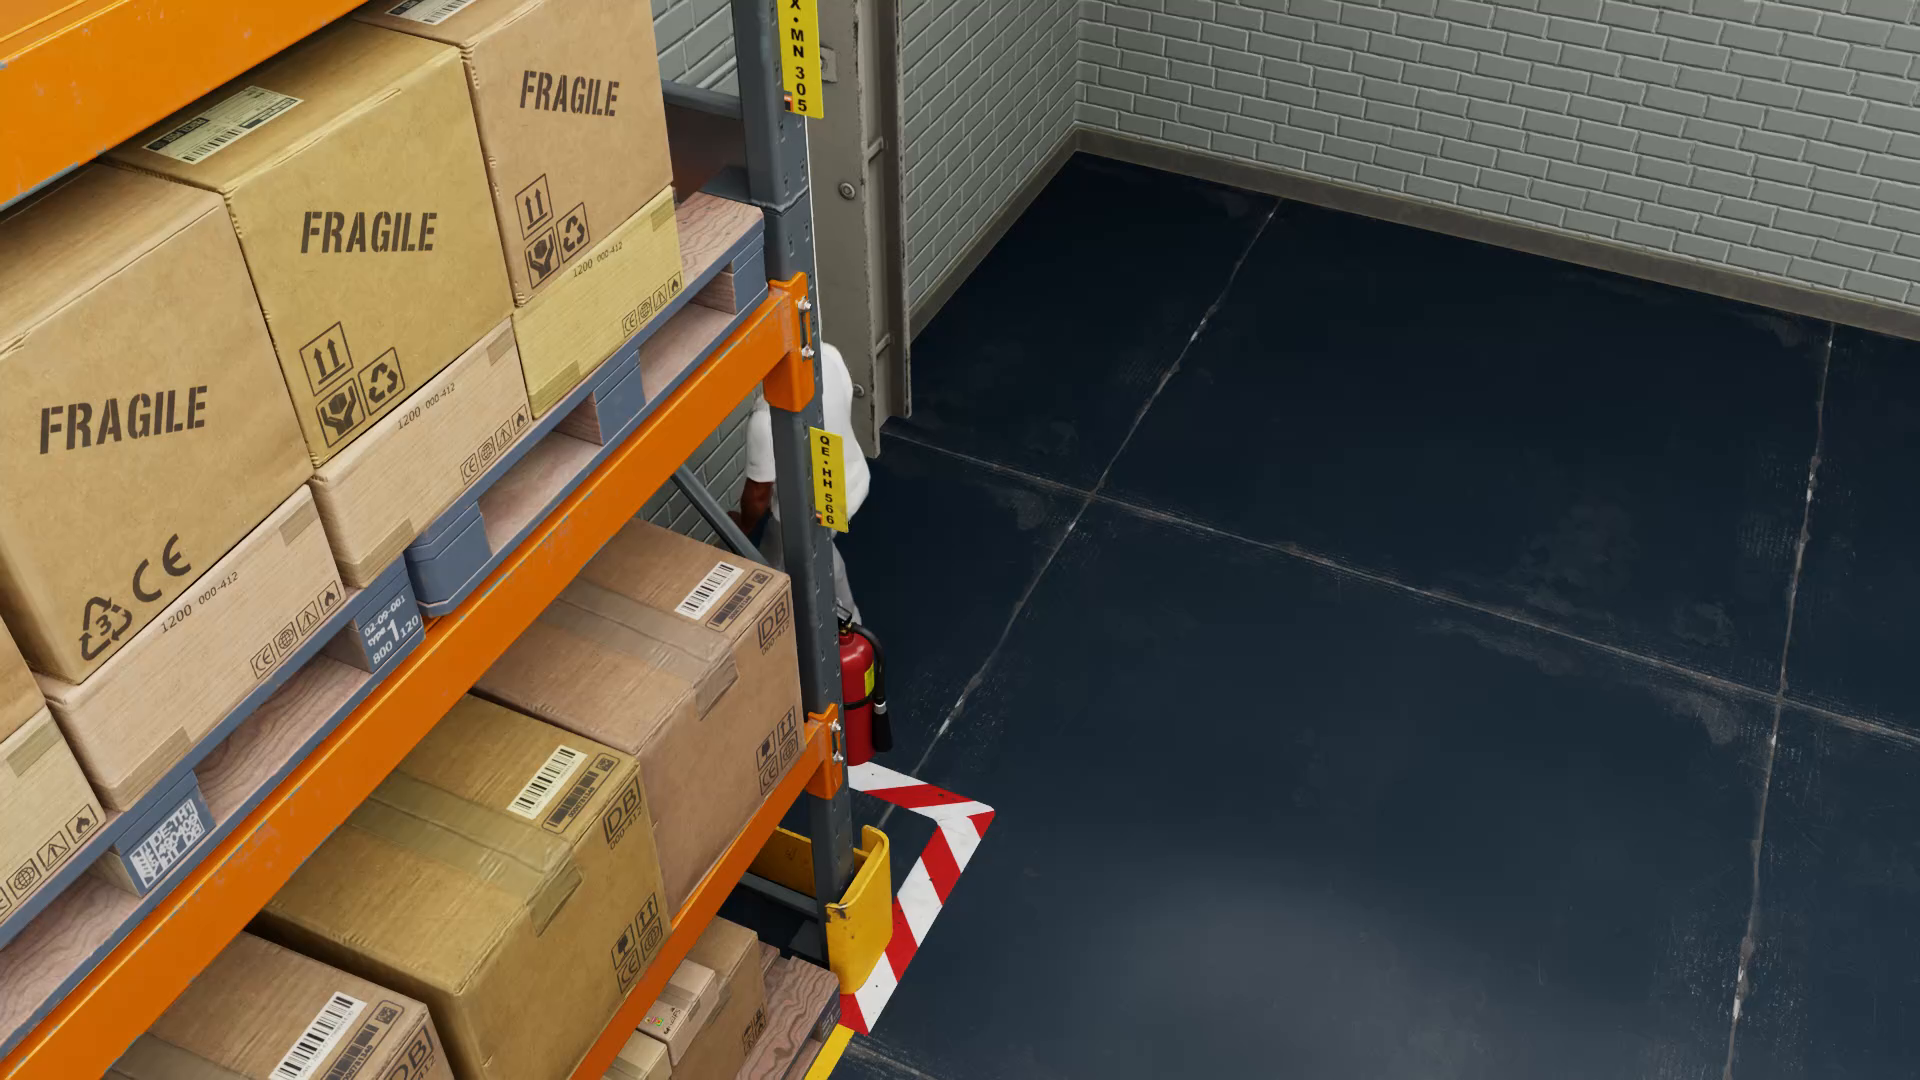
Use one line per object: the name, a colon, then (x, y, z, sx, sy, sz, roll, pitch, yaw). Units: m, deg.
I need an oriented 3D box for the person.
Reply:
person: (-0.637, -0.168, 6.397, 0.511, 1.679, 0.602, 18, 45, 19)
